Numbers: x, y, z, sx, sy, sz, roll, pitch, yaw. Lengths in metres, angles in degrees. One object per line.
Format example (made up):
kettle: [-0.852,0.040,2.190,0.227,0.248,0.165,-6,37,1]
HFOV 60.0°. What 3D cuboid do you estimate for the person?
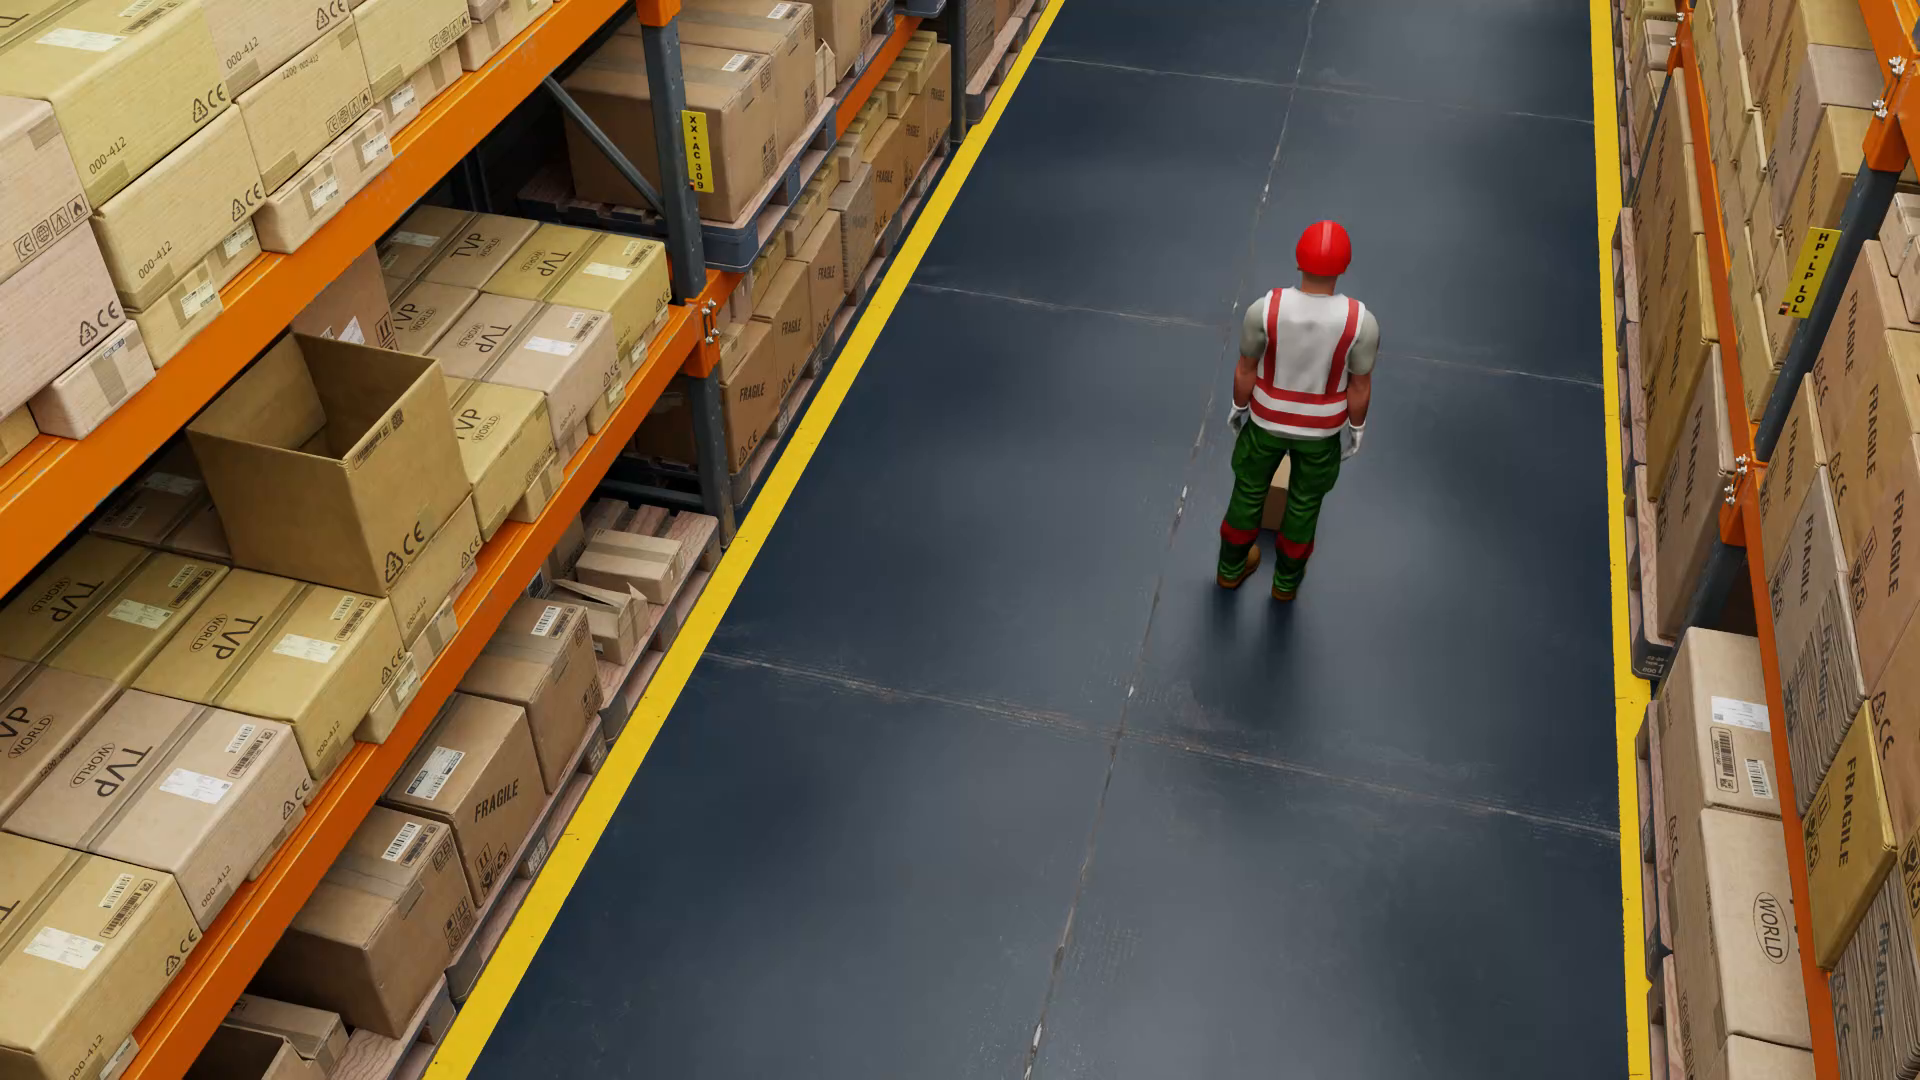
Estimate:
person: [1.360,-0.499,6.718,0.544,1.795,0.359,10,42,11]
